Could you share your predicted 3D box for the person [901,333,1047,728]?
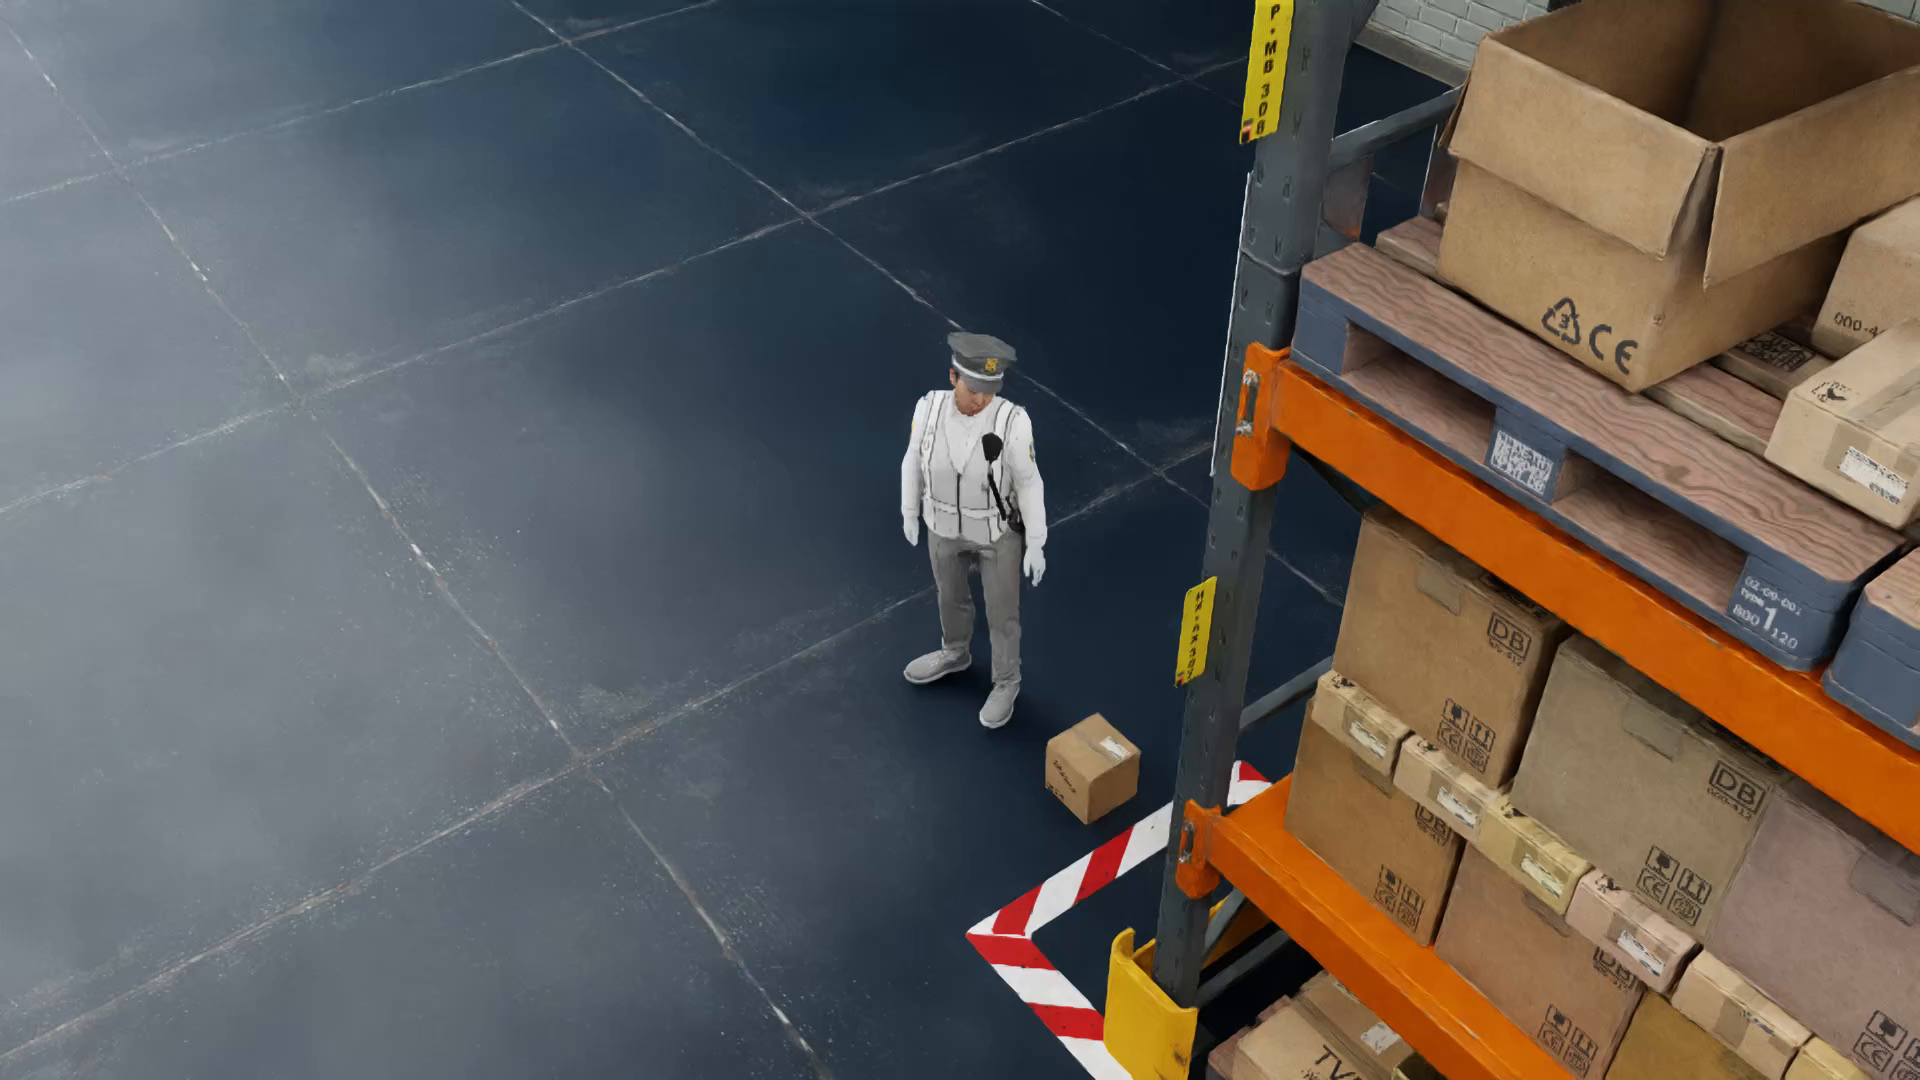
[{"bbox_3d":[0.043,-0.027,6.146,0.581,1.679,0.359,13,42,15],"label":"person"}]
